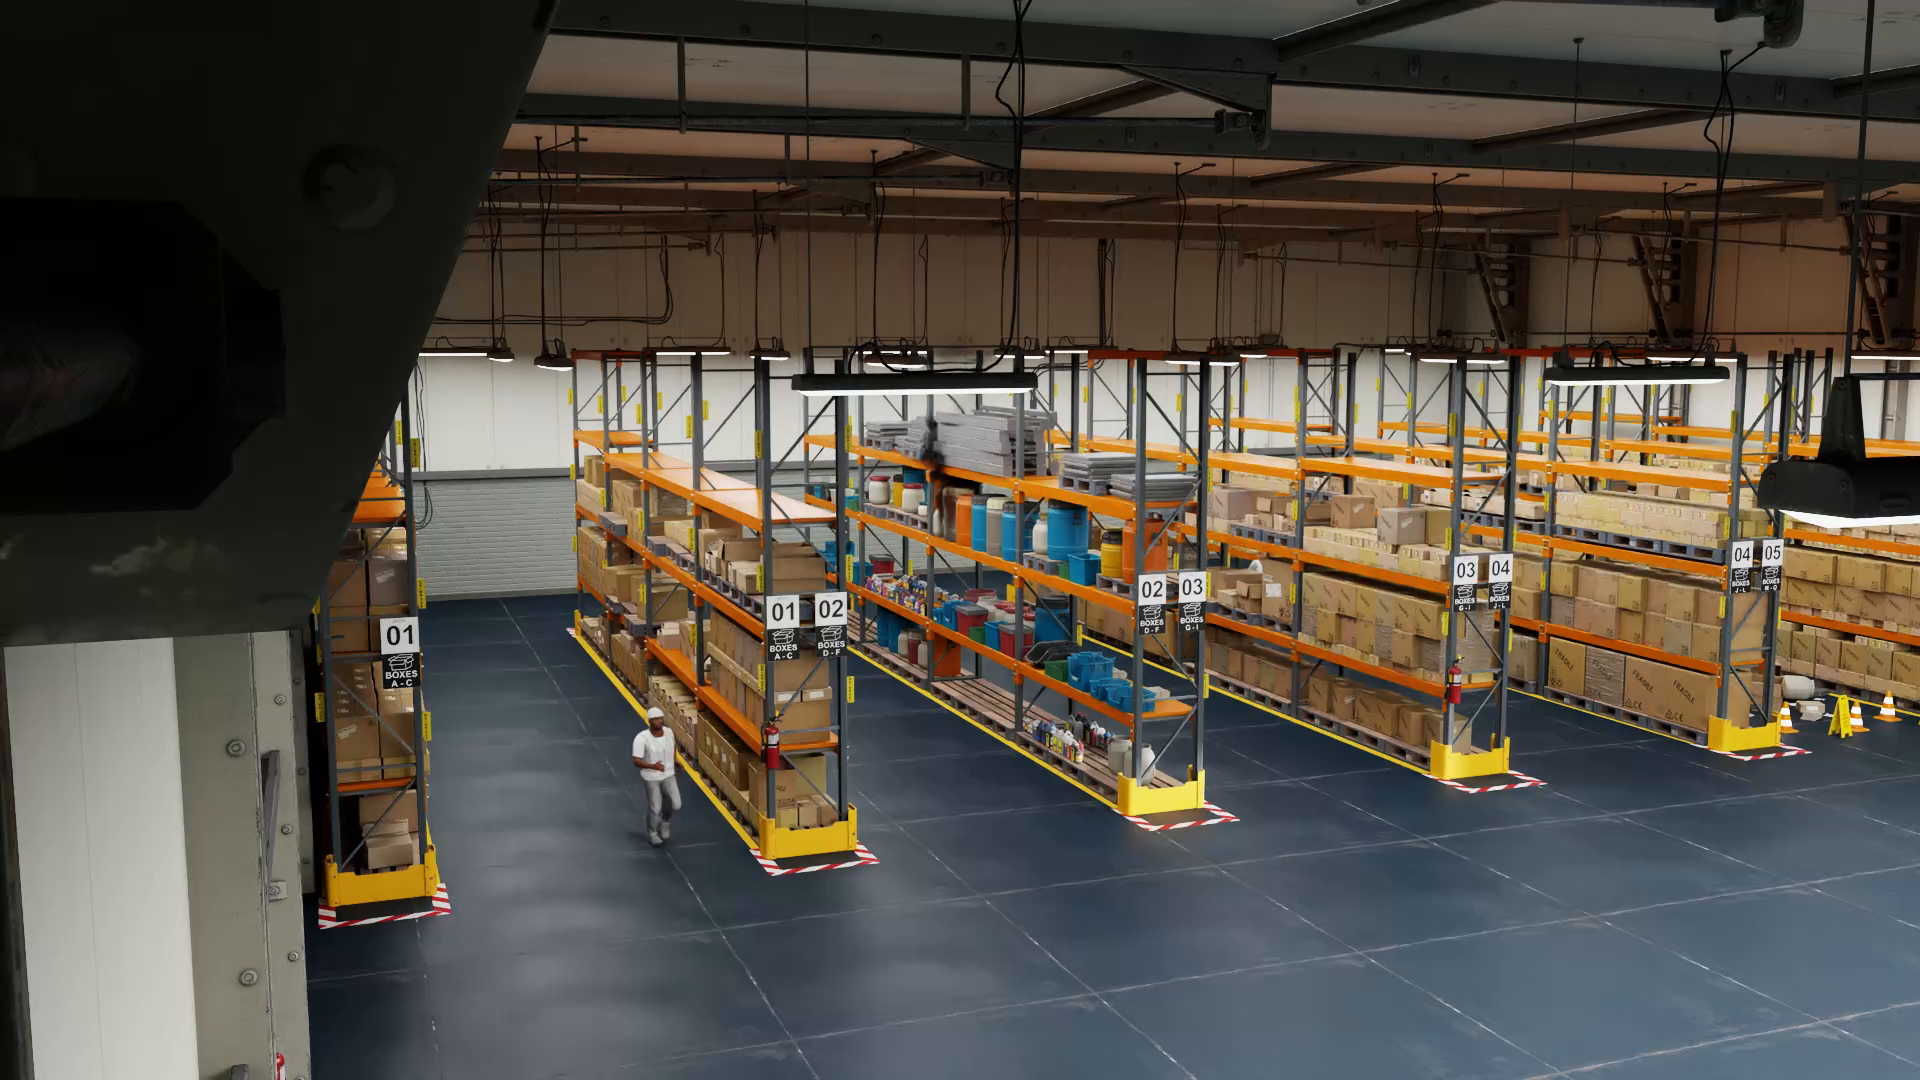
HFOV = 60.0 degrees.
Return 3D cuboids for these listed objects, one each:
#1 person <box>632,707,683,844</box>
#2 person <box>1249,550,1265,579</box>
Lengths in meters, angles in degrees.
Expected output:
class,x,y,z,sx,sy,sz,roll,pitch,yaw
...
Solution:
class,x,y,z,sx,sy,sz,roll,pitch,yaw
person,-3.690,2.919,20.514,0.685,1.723,0.613,-6,9,-38
person,6.481,1.037,35.606,0.666,1.802,0.766,-2,7,-17
